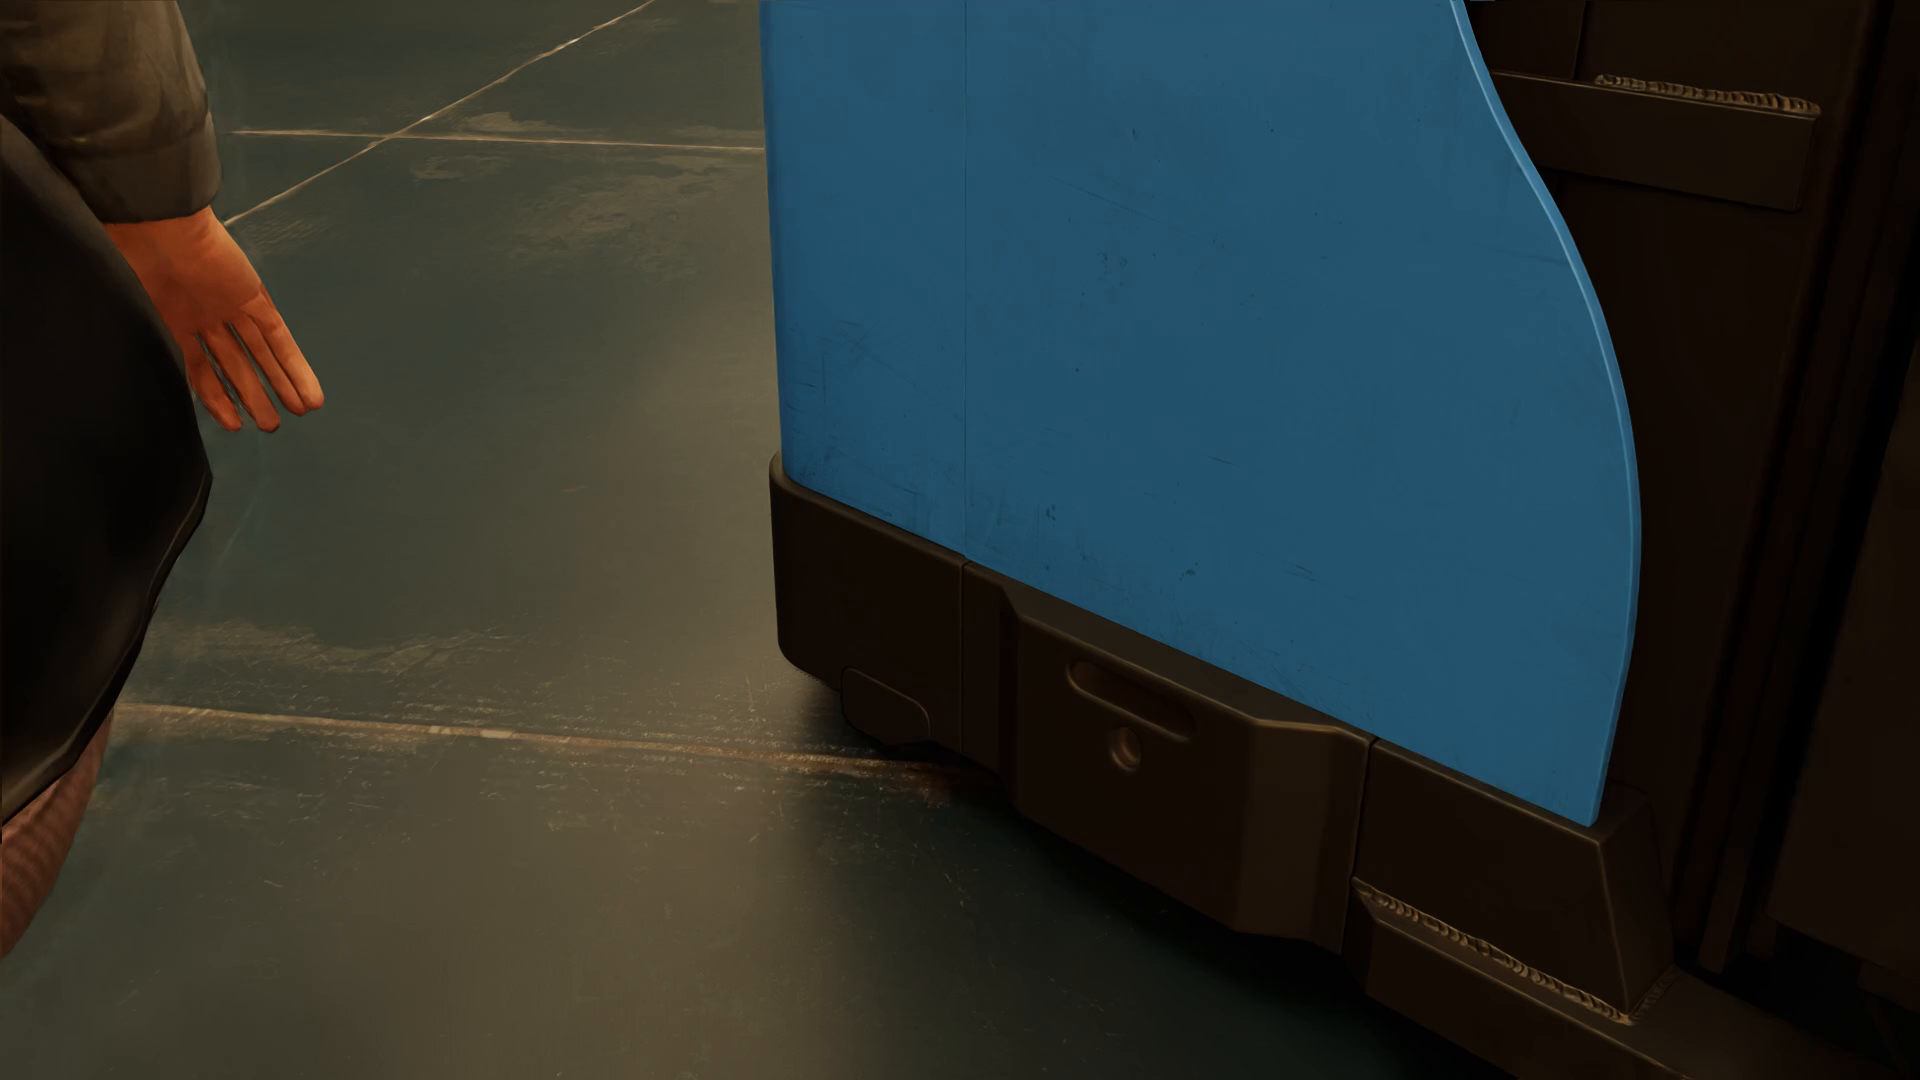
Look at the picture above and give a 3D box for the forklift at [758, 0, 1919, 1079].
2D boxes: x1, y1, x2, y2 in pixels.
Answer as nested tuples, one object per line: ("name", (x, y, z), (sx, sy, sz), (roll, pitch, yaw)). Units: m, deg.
("forklift", (1.186, -0.826, 0.873), (3.031, 2.935, 1.130), (23, 35, 38))
